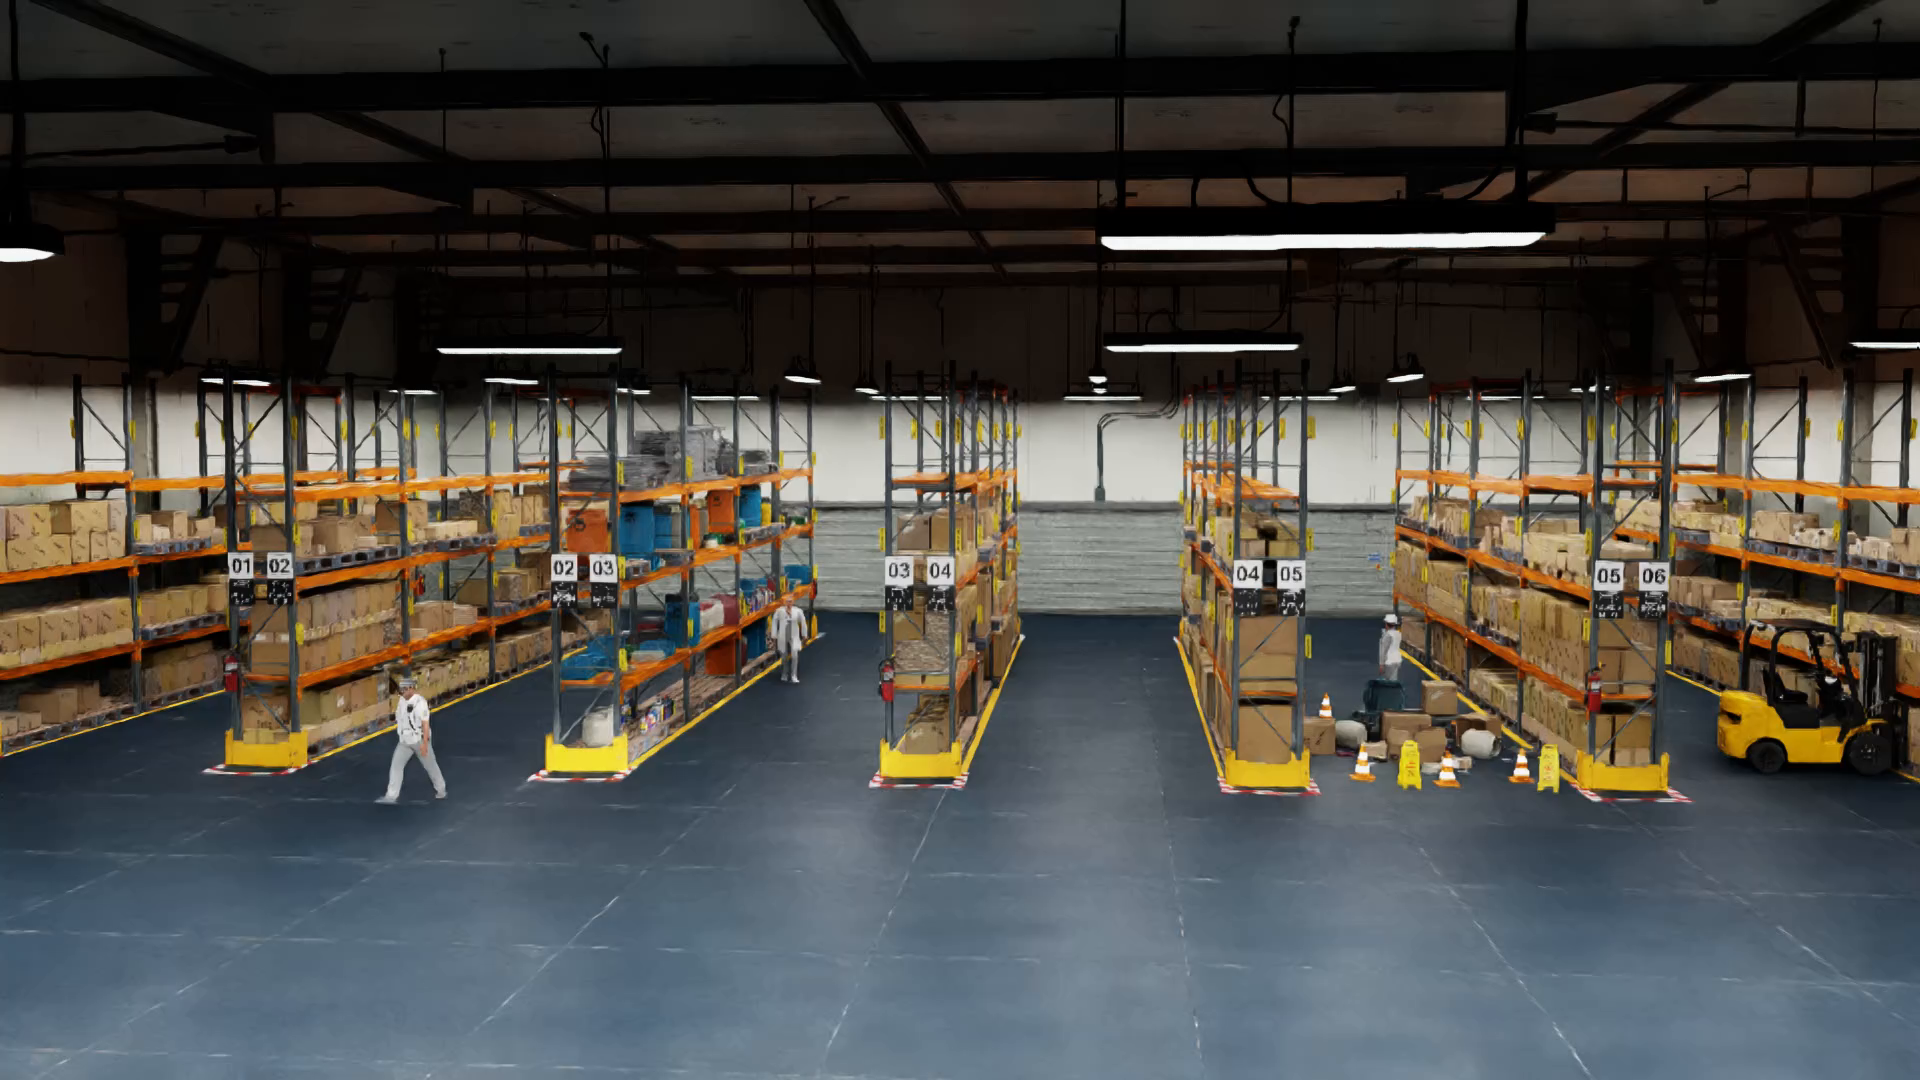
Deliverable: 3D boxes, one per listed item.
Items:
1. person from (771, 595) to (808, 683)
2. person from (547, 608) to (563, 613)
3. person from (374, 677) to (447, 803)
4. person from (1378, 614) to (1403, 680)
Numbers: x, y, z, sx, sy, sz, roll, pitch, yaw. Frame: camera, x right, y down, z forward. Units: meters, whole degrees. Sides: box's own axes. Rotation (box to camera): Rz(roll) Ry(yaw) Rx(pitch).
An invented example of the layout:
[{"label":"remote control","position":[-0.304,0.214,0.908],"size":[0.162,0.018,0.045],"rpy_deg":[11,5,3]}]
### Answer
[{"label":"person","position":[-3.396,1.933,33.169],"size":[0.731,1.711,0.730],"rpy_deg":[0,4,-3]},{"label":"person","position":[-10.924,1.154,45.255],"size":[0.616,1.760,0.545],"rpy_deg":[-2,4,-31]},{"label":"person","position":[-7.360,2.676,22.348],"size":[0.586,1.710,0.967],"rpy_deg":[2,4,29]},{"label":"person","position":[7.548,2.174,29.316],"size":[0.578,1.768,0.626],"rpy_deg":[3,5,34]}]
